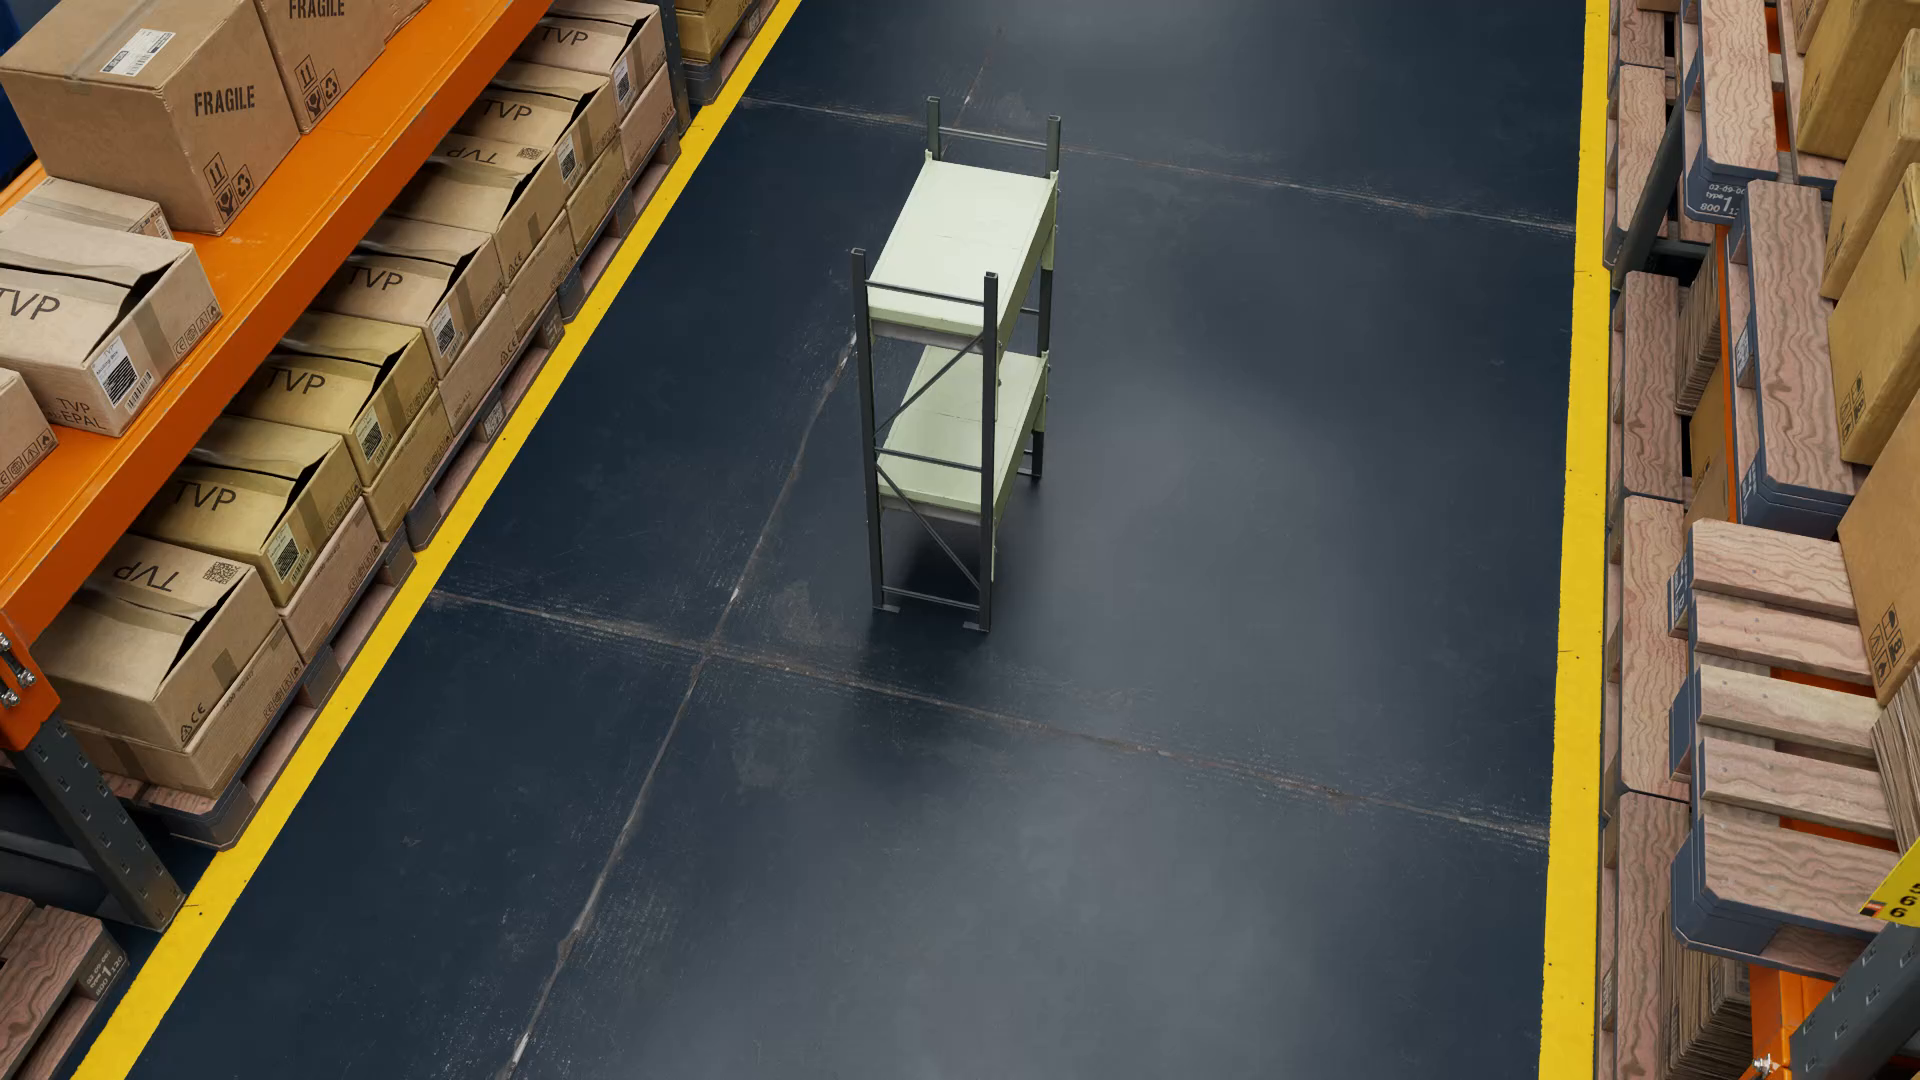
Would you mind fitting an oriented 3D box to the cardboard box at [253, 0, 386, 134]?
[{"bbox_3d":[-2.177,-1.638,5.128,0.500,0.500,0.500,12,50,10],"label":"cardboard box"}]

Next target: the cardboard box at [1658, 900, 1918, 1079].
[{"bbox_3d":[2.177,1.118,4.136,0.700,0.500,0.500,12,50,11],"label":"cardboard box"}]

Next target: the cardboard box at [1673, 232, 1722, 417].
[{"bbox_3d":[2.913,-0.708,5.748,0.700,0.500,0.500,13,50,11],"label":"cardboard box"}]

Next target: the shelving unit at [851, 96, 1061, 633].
[{"bbox_3d":[0.002,-0.501,5.192,0.431,1.500,0.755,12,50,10],"label":"shelving unit"}]

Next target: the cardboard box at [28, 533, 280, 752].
[{"bbox_3d":[-2.321,0.257,4.702,0.500,0.311,0.500,13,50,11],"label":"cardboard box"}]

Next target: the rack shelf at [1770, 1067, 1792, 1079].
[{"bbox_3d":[1.512,2.652,1.888,1.077,0.370,4.000,12,50,10],"label":"rack shelf"}]

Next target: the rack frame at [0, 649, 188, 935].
[{"bbox_3d":[-2.742,-0.007,3.756,1.000,3.000,0.127,12,50,10],"label":"rack frame"}]

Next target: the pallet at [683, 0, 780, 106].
[{"bbox_3d":[-1.439,-2.545,7.855,1.003,0.211,1.213,12,50,10],"label":"pallet"}]

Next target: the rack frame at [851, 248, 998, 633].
[{"bbox_3d":[-0.095,-0.236,4.958,0.400,1.500,0.023,12,50,10],"label":"rack frame"}]

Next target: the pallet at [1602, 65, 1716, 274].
[{"bbox_3d":[3.234,-1.496,6.929,1.003,0.211,1.213,12,50,10],"label":"pallet"}]

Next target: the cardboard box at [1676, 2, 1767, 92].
[{"bbox_3d":[3.326,-2.003,6.891,0.500,0.500,0.500,8,49,7],"label":"cardboard box"}]

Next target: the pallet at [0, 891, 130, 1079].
[{"bbox_3d":[-2.975,1.448,4.331,1.003,0.211,1.213,12,50,10],"label":"pallet"}]

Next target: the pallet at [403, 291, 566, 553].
[{"bbox_3d":[-2.164,-0.552,6.096,1.003,0.211,1.213,12,50,10],"label":"pallet"}]

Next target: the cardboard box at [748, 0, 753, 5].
[{"bbox_3d":[-1.138,-2.766,7.744,0.500,0.250,0.500,12,50,10],"label":"cardboard box"}]

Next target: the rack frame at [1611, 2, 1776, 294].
[{"bbox_3d":[3.091,-1.926,5.449,1.000,3.000,0.127,12,50,10],"label":"rack frame"}]

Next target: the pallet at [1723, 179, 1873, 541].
[{"bbox_3d":[2.520,-0.409,4.238,1.003,0.211,1.213,12,50,10],"label":"pallet"}]

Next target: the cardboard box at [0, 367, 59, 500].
[{"bbox_3d":[-2.604,-0.232,4.014,0.500,0.311,0.500,14,50,12],"label":"cardboard box"}]

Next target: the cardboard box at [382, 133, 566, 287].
[{"bbox_3d":[-1.784,-1.228,6.013,0.500,0.311,0.500,11,50,10],"label":"cardboard box"}]

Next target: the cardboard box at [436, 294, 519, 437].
[{"bbox_3d":[-1.923,-0.669,5.894,0.500,0.250,0.500,12,50,11],"label":"cardboard box"}]

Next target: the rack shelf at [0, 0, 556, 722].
[{"bbox_3d":[-2.215,-1.216,5.302,1.077,0.370,4.000,12,50,10],"label":"rack shelf"}]

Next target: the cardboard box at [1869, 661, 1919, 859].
[{"bbox_3d":[2.152,0.447,2.995,0.700,0.500,0.500,6,49,6],"label":"cardboard box"}]

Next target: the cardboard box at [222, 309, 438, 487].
[{"bbox_3d":[-2.054,-0.493,5.364,0.500,0.311,0.500,10,49,9],"label":"cardboard box"}]

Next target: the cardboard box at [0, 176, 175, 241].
[{"bbox_3d":[-2.461,-0.858,4.674,0.380,0.149,0.250,15,50,13],"label":"cardboard box"}]

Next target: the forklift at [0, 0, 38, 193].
[{"bbox_3d":[-4.556,-1.547,5.160,1.130,2.935,3.031,11,49,9],"label":"forklift"}]

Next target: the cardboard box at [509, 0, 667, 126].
[{"bbox_3d":[-1.519,-1.966,6.664,0.500,0.311,0.500,12,50,10],"label":"cardboard box"}]

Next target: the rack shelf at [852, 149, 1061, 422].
[{"bbox_3d":[0.002,-0.759,4.899,0.431,0.370,0.720,12,50,10],"label":"rack shelf"}]

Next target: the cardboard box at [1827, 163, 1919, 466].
[{"bbox_3d":[2.459,-0.459,3.794,0.700,0.500,0.500,12,50,10],"label":"cardboard box"}]

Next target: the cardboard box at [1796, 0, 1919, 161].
[{"bbox_3d":[2.770,-1.340,4.572,0.700,0.500,0.500,16,51,14],"label":"cardboard box"}]

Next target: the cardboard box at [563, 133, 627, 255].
[{"bbox_3d":[-1.653,-1.407,6.545,0.500,0.250,0.500,11,49,9],"label":"cardboard box"}]

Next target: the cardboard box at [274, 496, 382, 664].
[{"bbox_3d":[-2.189,0.079,5.233,0.500,0.250,0.500,10,49,9],"label":"cardboard box"}]

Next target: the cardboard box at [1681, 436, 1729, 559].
[{"bbox_3d":[2.652,0.036,5.091,0.700,0.500,0.500,12,50,10],"label":"cardboard box"}]

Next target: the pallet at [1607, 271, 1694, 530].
[{"bbox_3d":[2.887,-0.440,5.997,1.003,0.211,1.213,12,50,10],"label":"pallet"}]
